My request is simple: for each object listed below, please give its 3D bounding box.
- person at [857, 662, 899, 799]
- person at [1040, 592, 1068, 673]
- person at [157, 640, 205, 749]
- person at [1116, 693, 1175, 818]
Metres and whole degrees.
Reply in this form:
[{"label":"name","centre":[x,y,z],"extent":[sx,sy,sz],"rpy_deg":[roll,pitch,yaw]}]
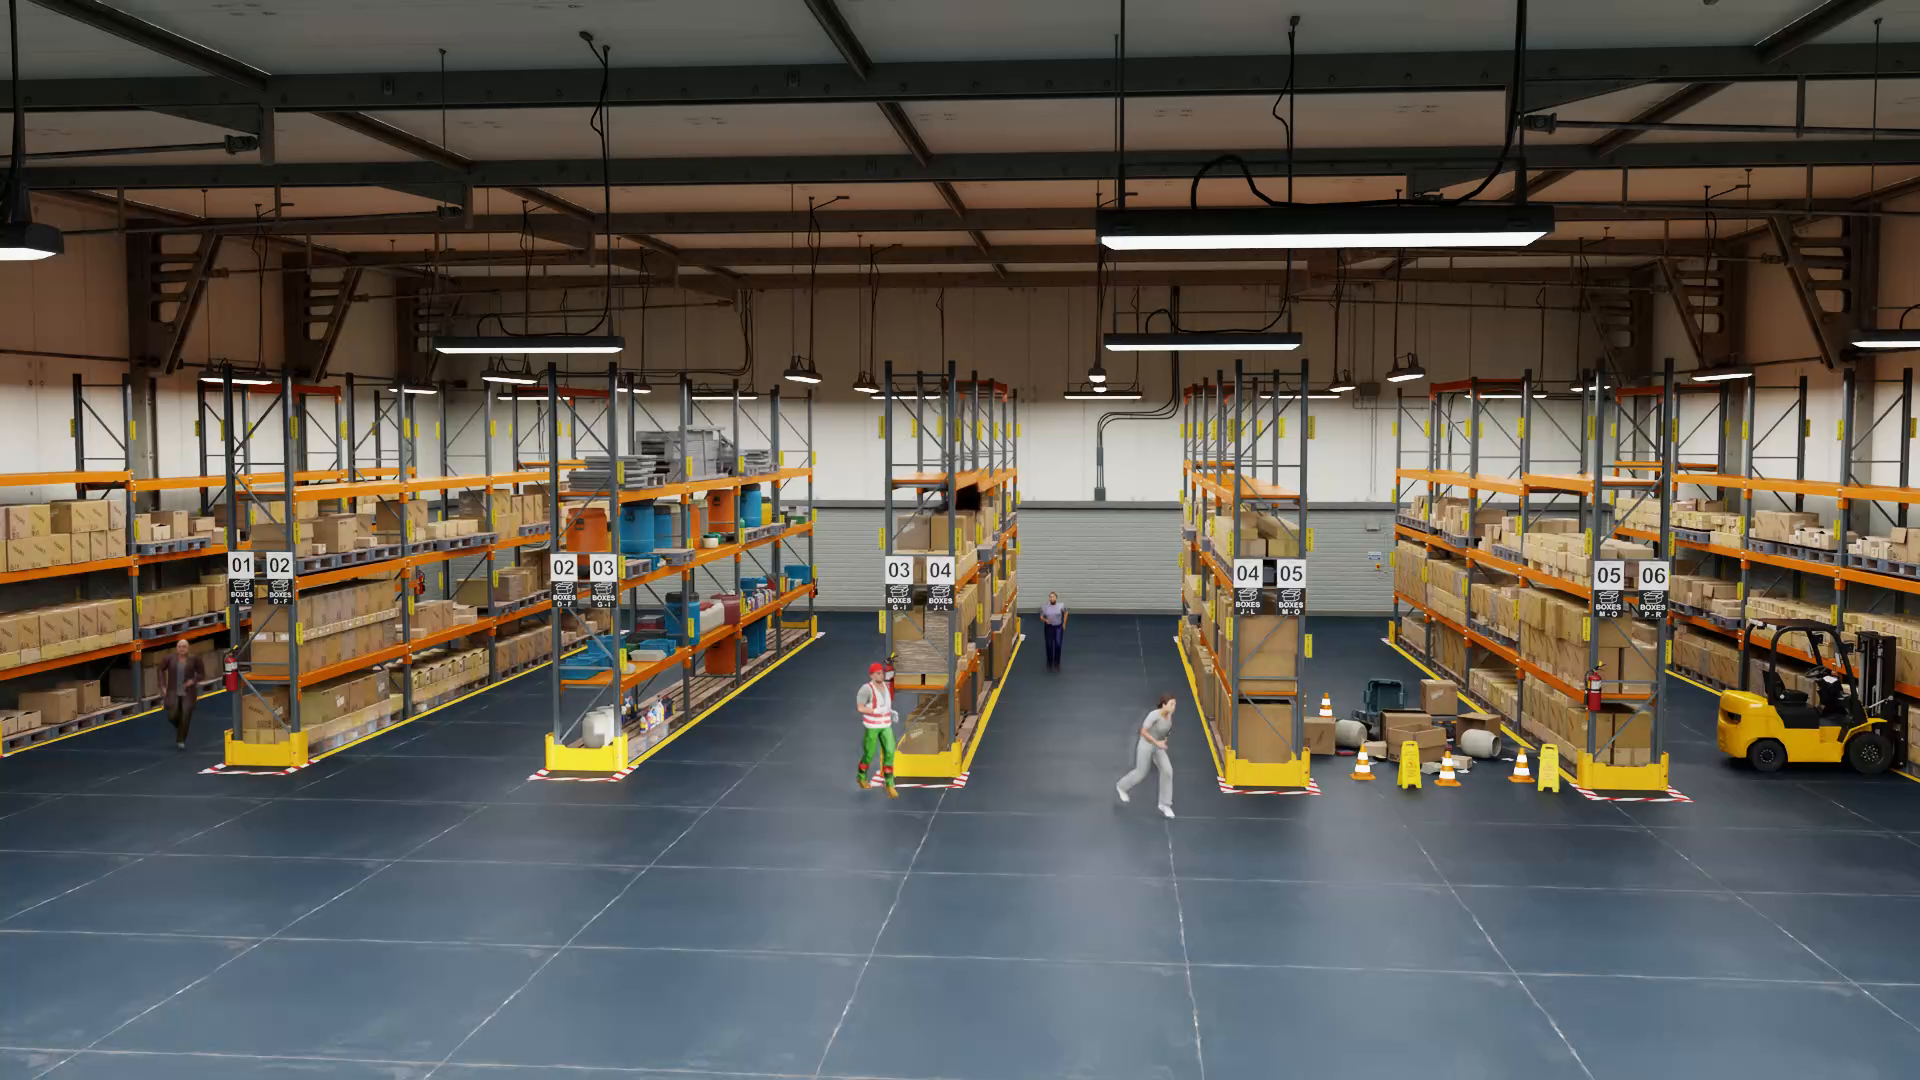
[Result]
[{"label":"person","centre":[-1.139,2.588,22.821],"extent":[0.672,1.830,0.821],"rpy_deg":[-3,5,-36]},{"label":"person","centre":[1.948,1.921,34.676],"extent":[0.556,1.697,0.760],"rpy_deg":[1,4,11]},{"label":"person","centre":[-12.237,2.426,26.129],"extent":[0.702,1.732,0.673],"rpy_deg":[-1,4,-20]},{"label":"person","centre":[2.462,2.785,21.889],"extent":[1.004,1.625,0.601],"rpy_deg":[3,5,42]}]
